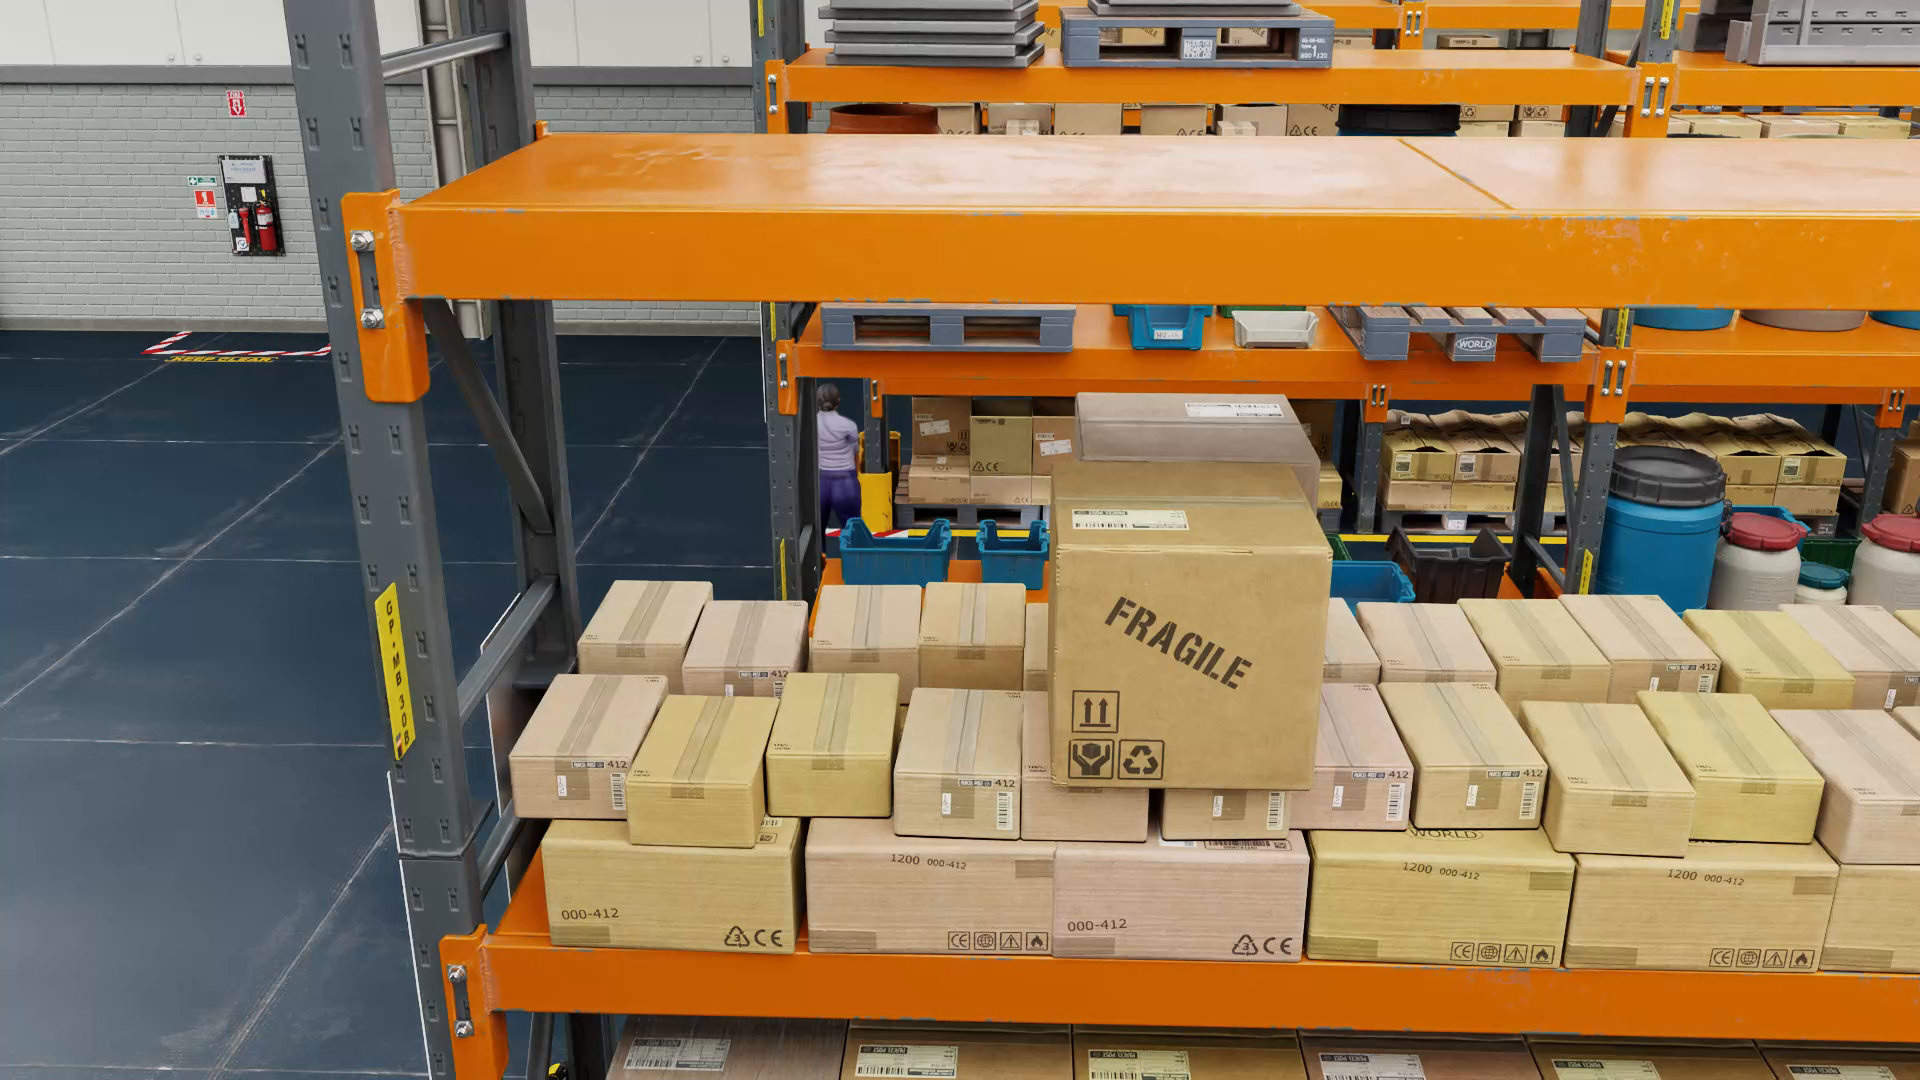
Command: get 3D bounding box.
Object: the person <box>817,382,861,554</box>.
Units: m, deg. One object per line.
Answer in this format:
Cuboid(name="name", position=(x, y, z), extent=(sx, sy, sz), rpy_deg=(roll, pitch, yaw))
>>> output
Cuboid(name="person", position=(-0.928, -0.351, 12.059), extent=(0.434, 1.630, 0.537), rpy_deg=(0, 21, 1))
